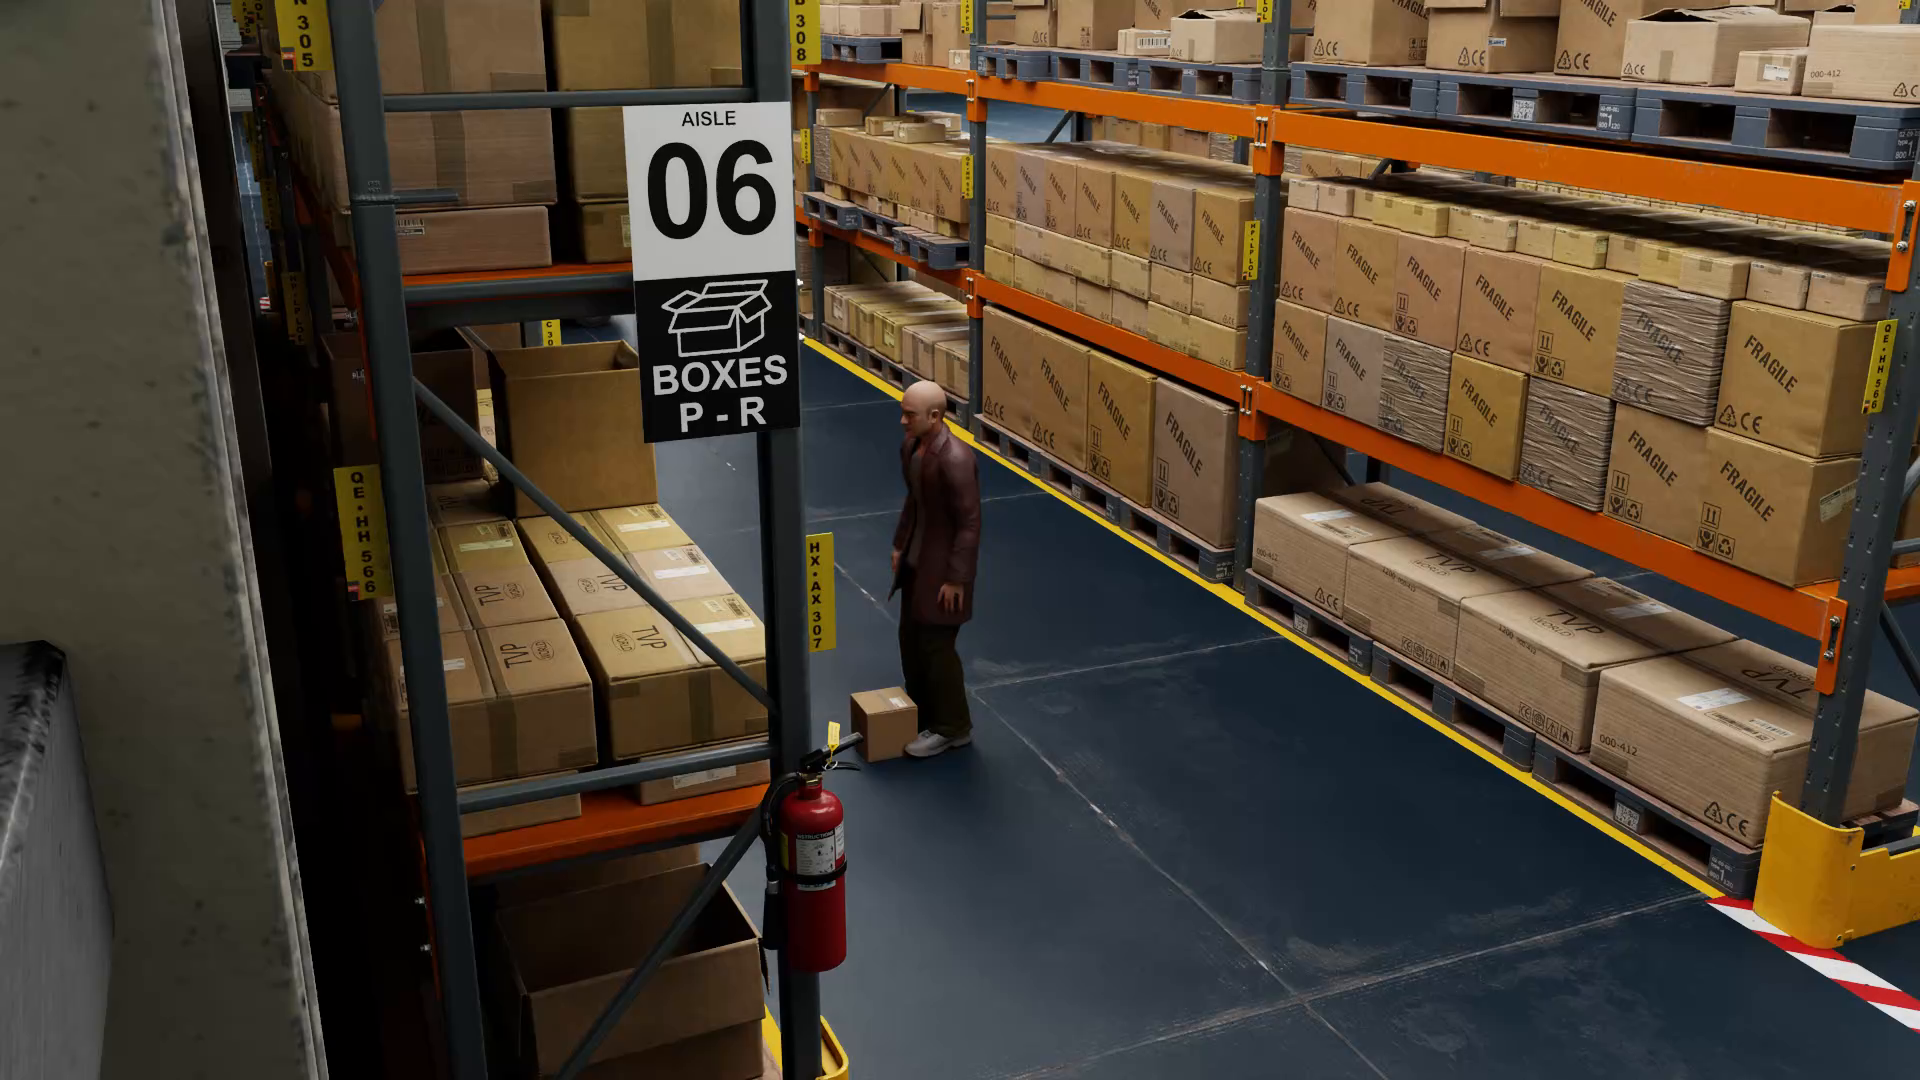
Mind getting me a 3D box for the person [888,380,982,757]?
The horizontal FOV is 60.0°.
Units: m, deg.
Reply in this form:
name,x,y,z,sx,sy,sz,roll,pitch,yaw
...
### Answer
name,x,y,z,sx,sy,sz,roll,pitch,yaw
person,-0.128,0.121,7.726,0.425,1.773,0.652,-9,21,-25
